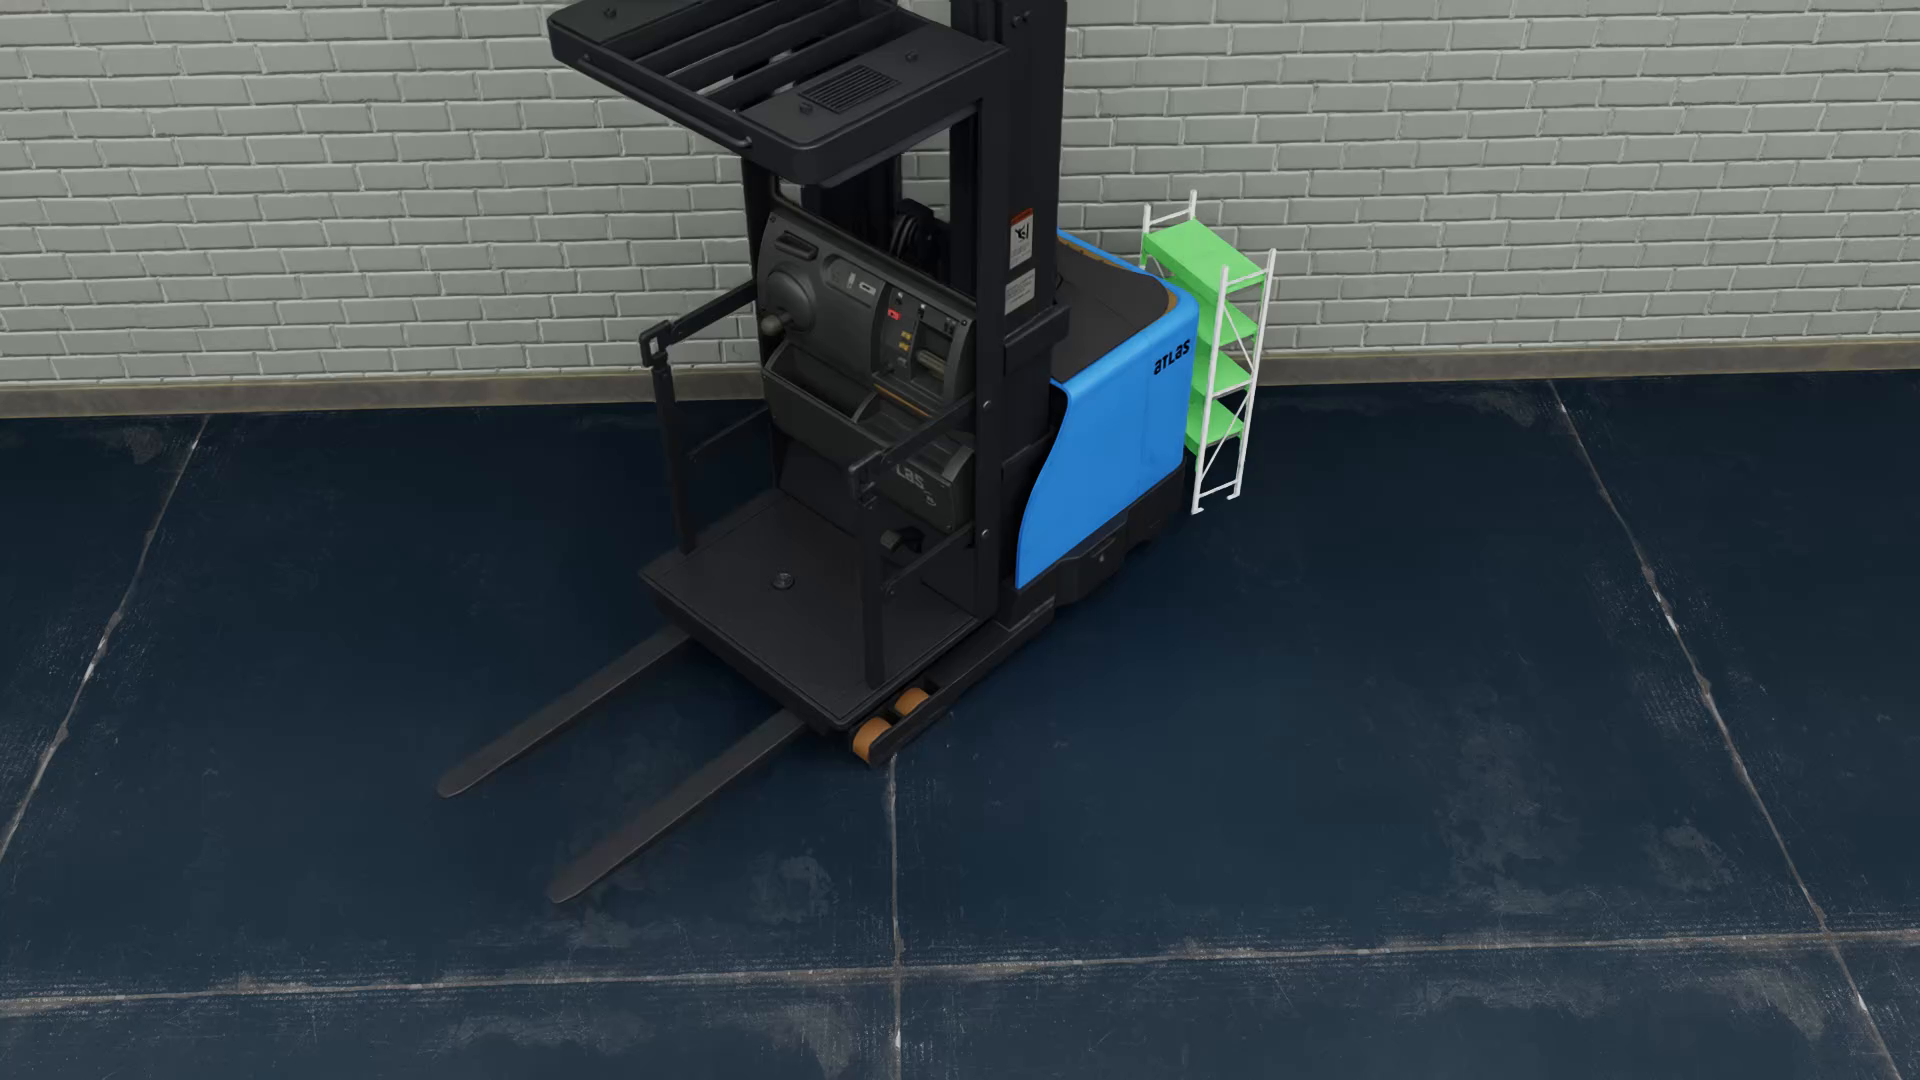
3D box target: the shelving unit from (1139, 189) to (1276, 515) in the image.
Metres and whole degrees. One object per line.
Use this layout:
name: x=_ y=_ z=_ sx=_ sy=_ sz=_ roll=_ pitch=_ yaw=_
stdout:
shelving unit: x=0.937 y=-0.734 z=6.662 sx=0.258 sy=1.200 sz=0.503 roll=-22 pitch=47 yaw=-22

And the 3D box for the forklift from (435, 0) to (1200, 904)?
forklift: x=-0.469 y=-0.681 z=5.324 sx=1.130 sy=2.935 sz=3.031 roll=32 pitch=51 yaw=30

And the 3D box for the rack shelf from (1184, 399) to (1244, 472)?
rack shelf: x=0.937 y=-0.510 z=6.868 sx=0.258 sy=0.148 sz=0.480 roll=-22 pitch=47 yaw=-22

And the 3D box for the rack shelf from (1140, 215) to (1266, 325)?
rack shelf: x=0.937 y=-1.040 z=6.381 sx=0.258 sy=0.148 sz=0.480 roll=-22 pitch=47 yaw=-22

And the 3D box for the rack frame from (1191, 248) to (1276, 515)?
rack frame: x=1.061 y=-0.592 z=6.508 sx=0.240 sy=1.200 sz=0.015 roll=-22 pitch=47 yaw=-22

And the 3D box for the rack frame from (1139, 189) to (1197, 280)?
rack frame: x=0.813 y=-0.876 z=6.817 sx=0.240 sy=1.200 sz=0.015 roll=-22 pitch=47 yaw=-22

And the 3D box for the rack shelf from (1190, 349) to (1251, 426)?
rack shelf: x=0.937 y=-0.687 z=6.706 sx=0.258 sy=0.148 sz=0.480 roll=-22 pitch=47 yaw=-22

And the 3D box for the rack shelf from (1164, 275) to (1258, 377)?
rack shelf: x=0.937 y=-0.864 z=6.543 sx=0.258 sy=0.148 sz=0.480 roll=-22 pitch=47 yaw=-22
